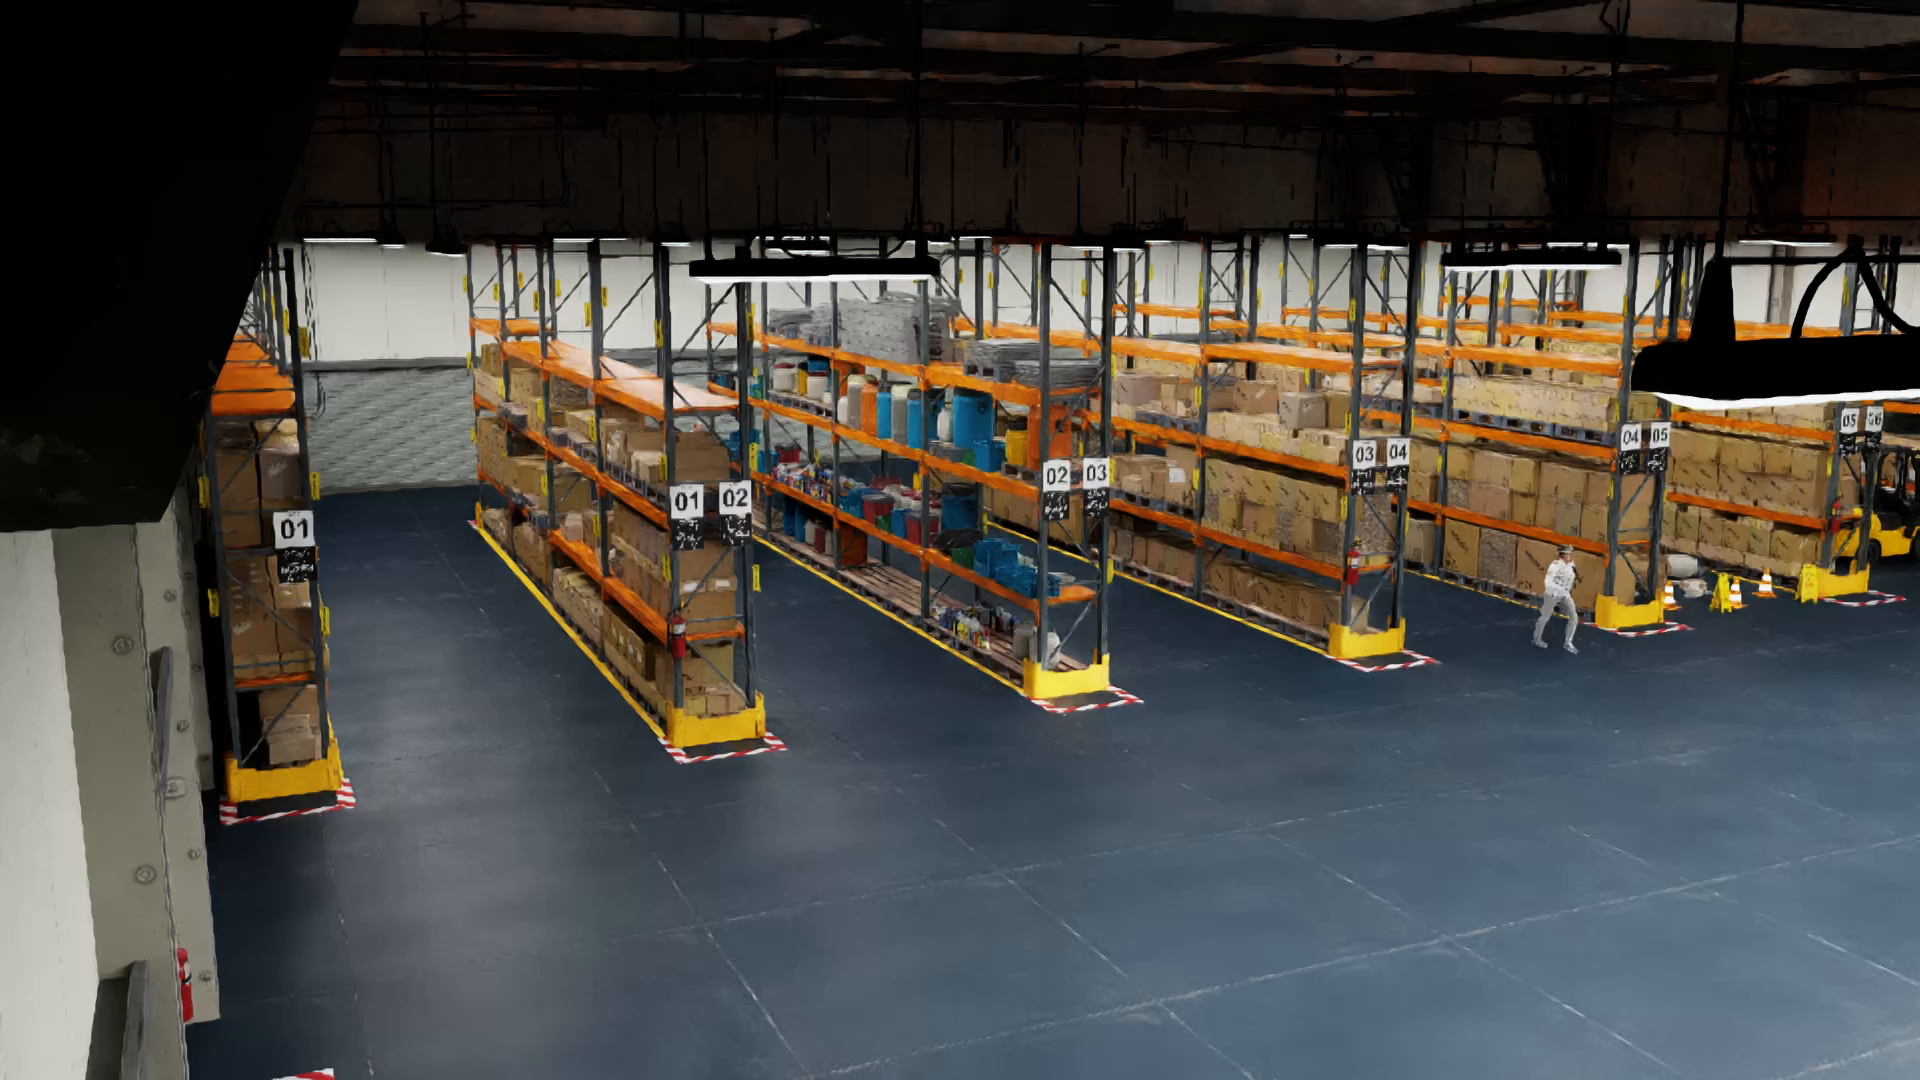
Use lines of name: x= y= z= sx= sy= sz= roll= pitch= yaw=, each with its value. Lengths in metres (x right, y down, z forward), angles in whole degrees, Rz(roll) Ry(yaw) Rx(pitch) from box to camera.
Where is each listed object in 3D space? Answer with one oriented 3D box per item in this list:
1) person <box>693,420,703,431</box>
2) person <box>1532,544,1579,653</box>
person: x=-6.133 y=-1.884 z=38.213 sx=0.629 sy=1.760 sz=0.613 roll=7 pitch=13 yaw=30
person: x=8.878 y=0.822 z=24.638 sx=0.636 sy=1.621 sz=0.814 roll=-4 pitch=12 yaw=-18
